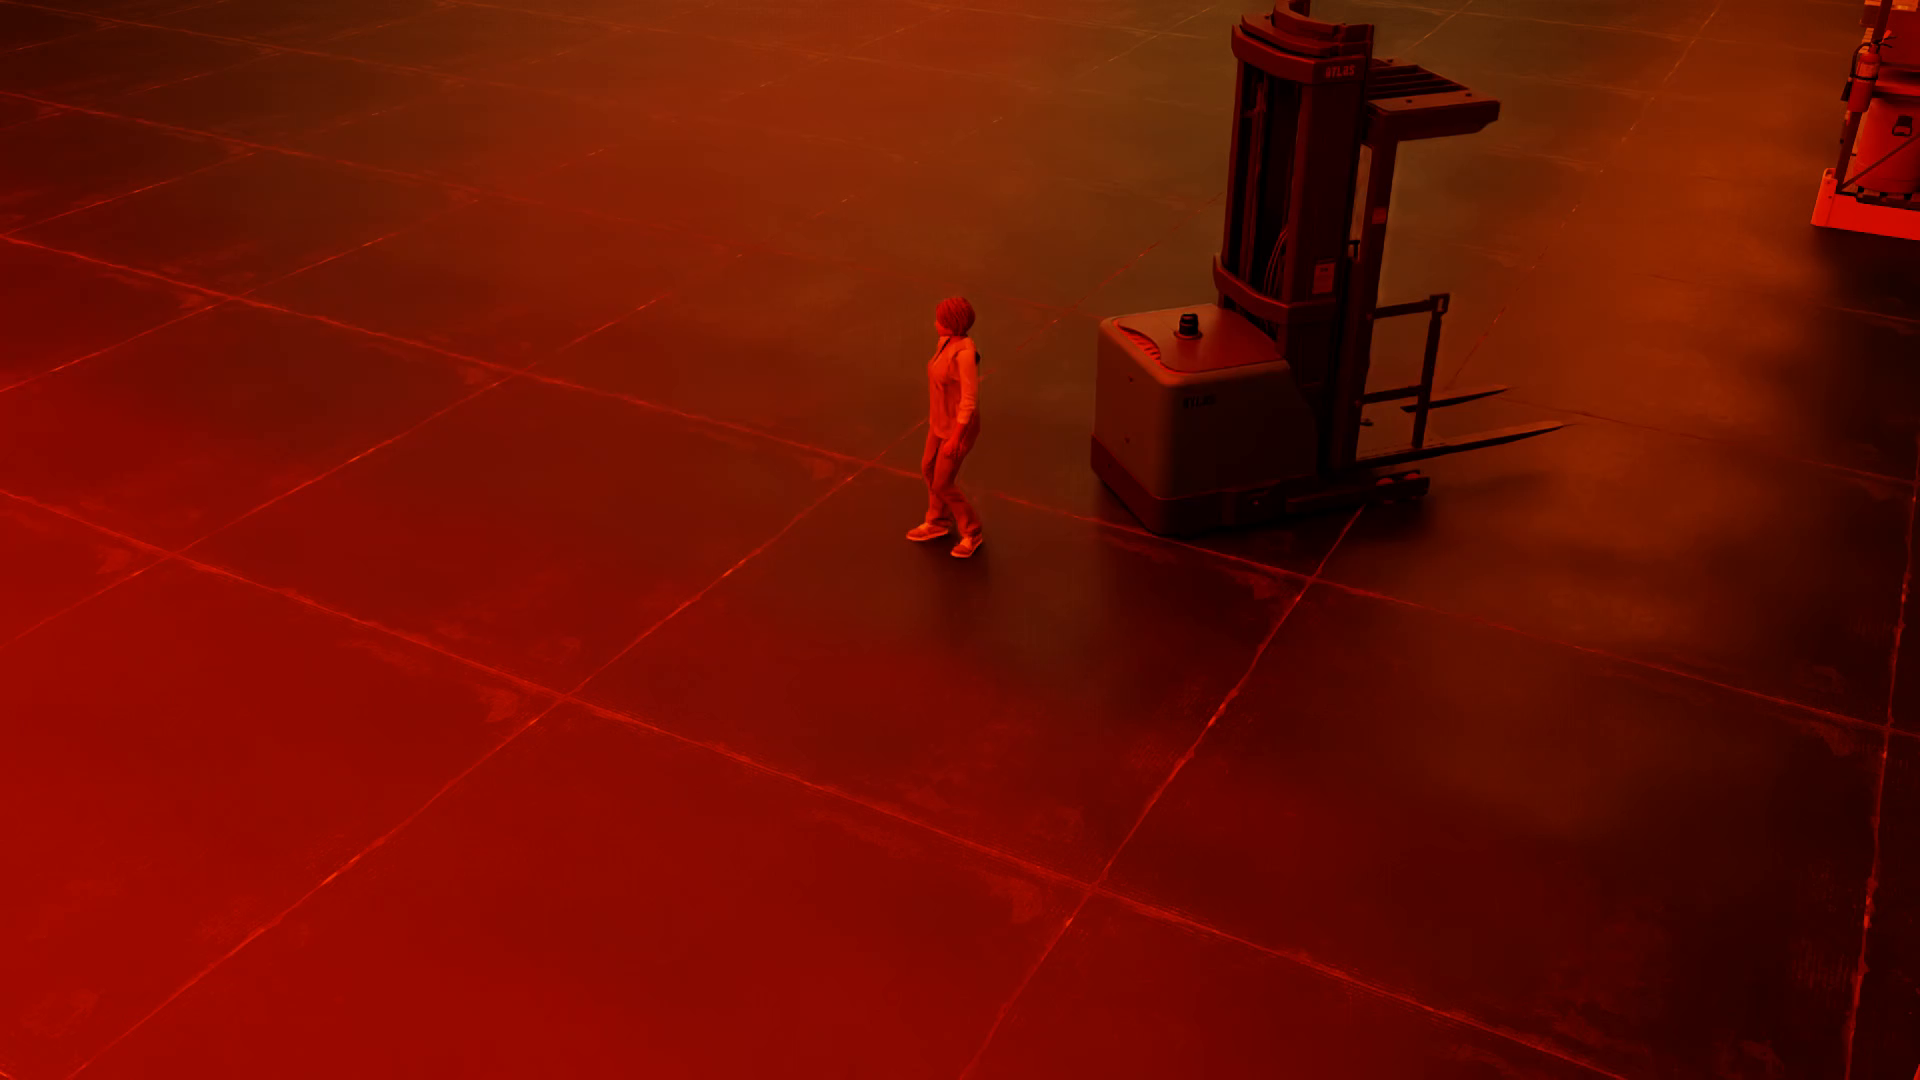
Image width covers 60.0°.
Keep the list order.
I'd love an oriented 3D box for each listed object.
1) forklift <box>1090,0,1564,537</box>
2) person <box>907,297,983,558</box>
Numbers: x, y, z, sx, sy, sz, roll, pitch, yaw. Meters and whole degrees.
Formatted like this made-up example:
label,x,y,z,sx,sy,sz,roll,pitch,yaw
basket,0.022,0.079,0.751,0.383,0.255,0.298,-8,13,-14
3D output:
label,x,y,z,sx,sy,sz,roll,pitch,yaw
forklift,2.411,-1.727,10.062,3.031,2.935,1.130,-10,32,-17
person,-0.082,-0.641,9.574,0.425,1.584,0.536,-8,31,-13
